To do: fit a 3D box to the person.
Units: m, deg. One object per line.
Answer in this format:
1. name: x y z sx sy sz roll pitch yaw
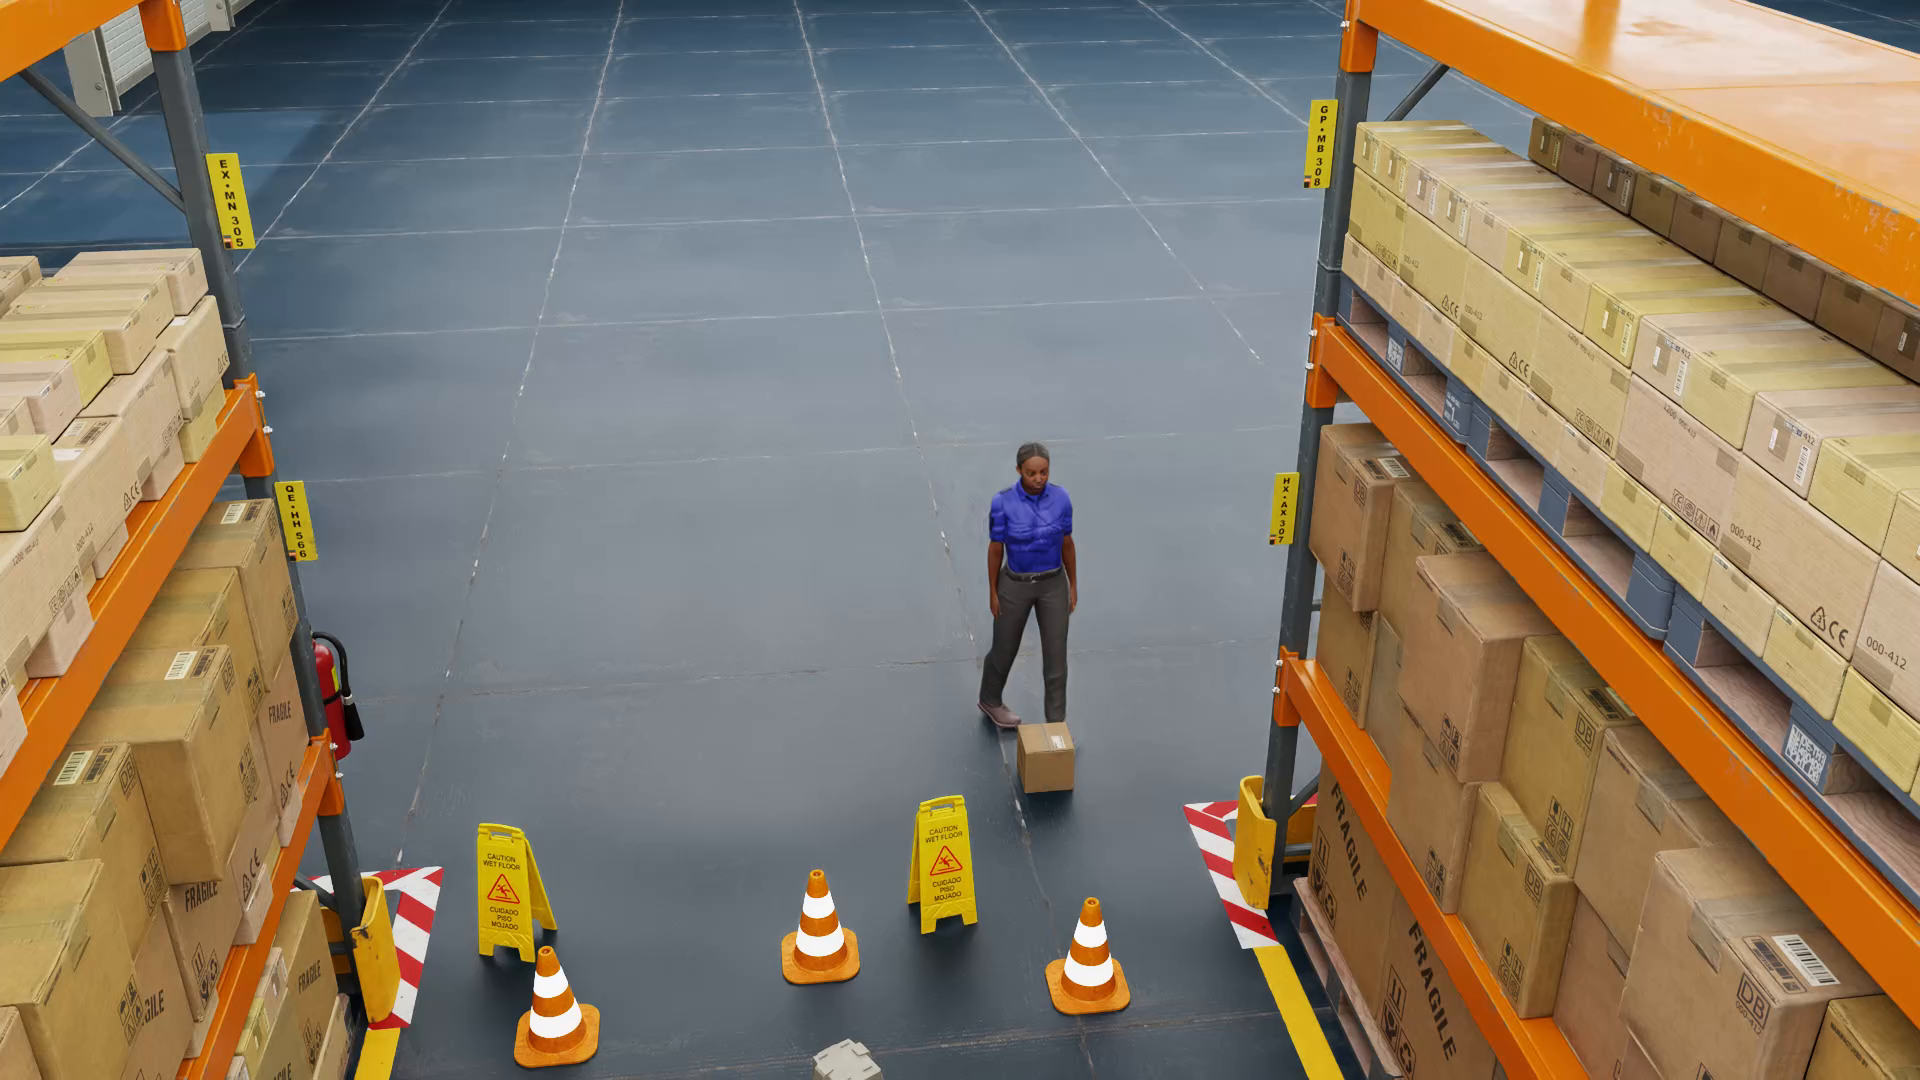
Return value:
1. person: 0.361 0.374 8.599 0.436 1.461 0.541 -6 28 -12
